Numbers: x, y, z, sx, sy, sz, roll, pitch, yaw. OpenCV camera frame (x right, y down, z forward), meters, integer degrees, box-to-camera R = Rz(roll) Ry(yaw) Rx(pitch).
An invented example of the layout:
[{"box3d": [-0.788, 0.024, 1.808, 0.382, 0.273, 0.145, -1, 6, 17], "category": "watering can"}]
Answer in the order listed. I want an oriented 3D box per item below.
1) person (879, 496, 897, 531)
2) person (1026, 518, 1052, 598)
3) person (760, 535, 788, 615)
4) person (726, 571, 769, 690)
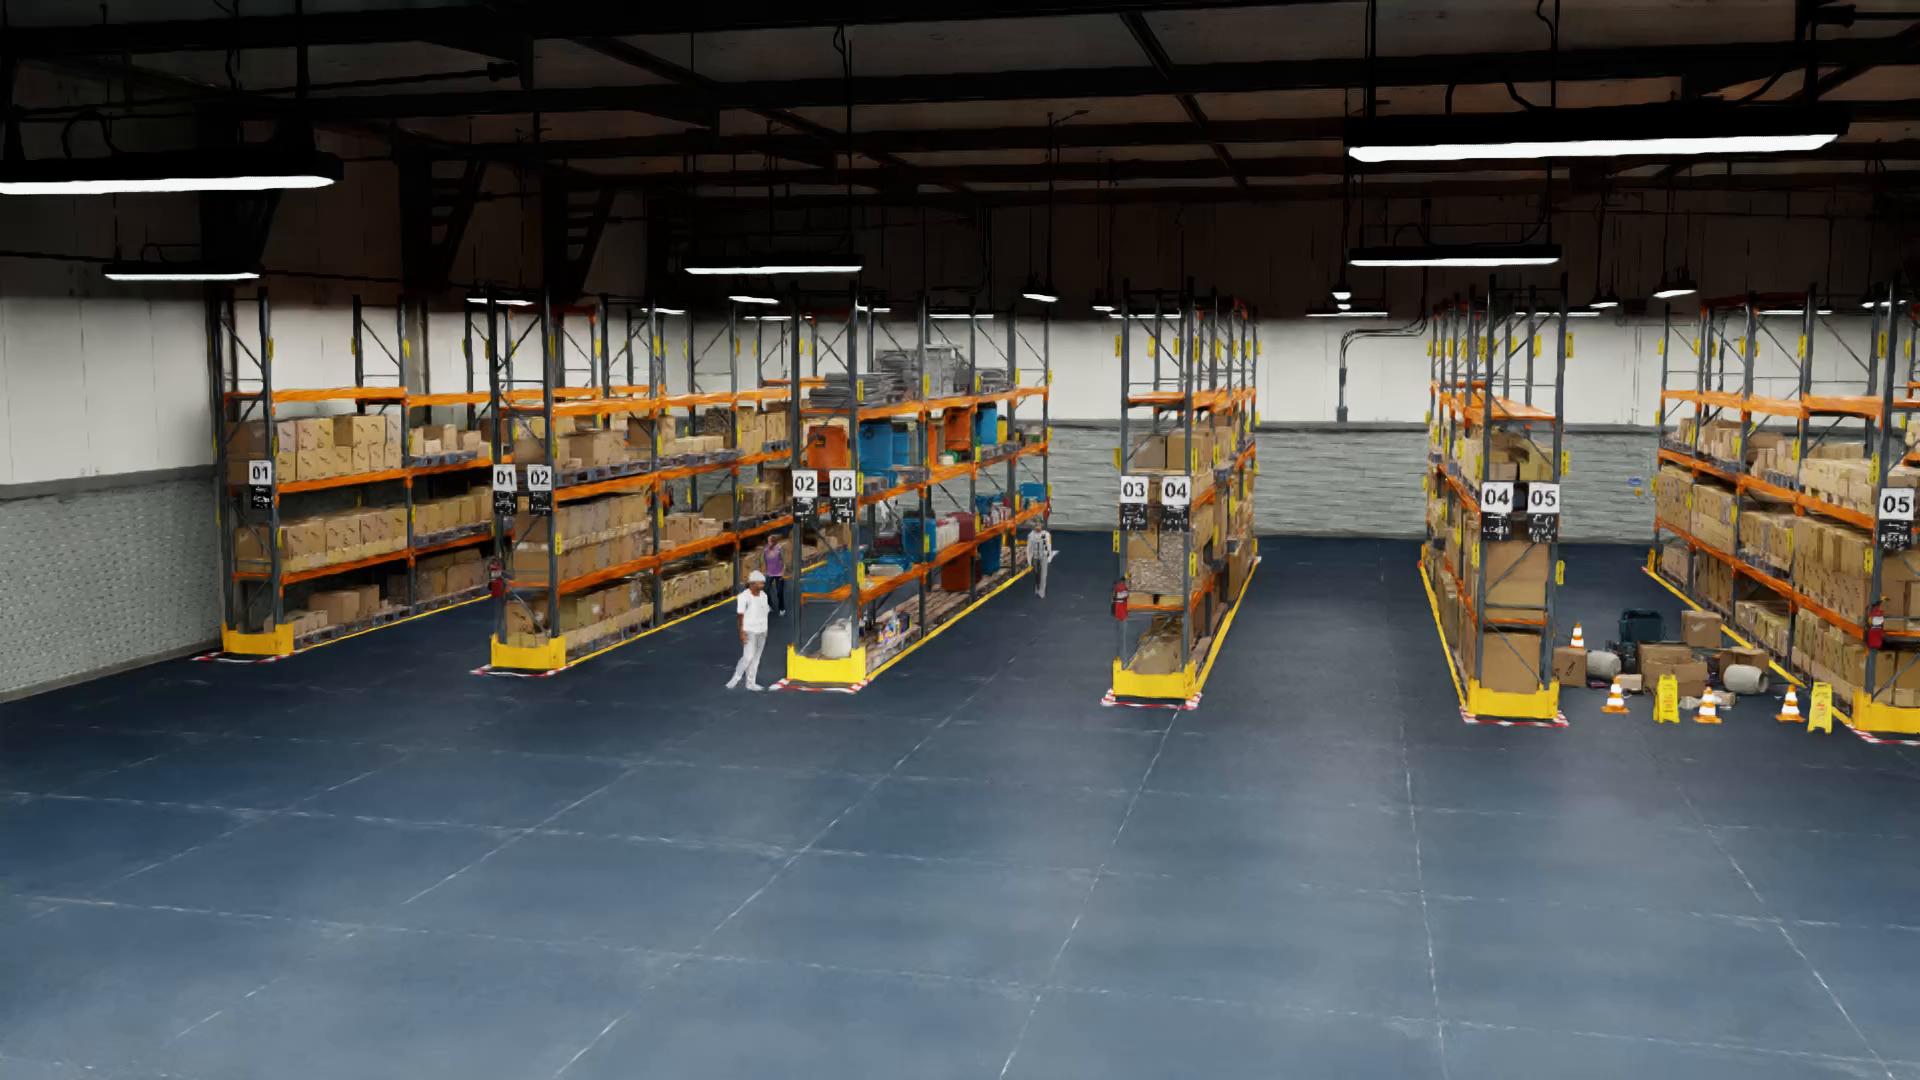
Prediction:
[{"box3d": [-1.800, -0.715, 42.446, 0.672, 1.675, 0.516, -6, 9, -43], "category": "person"}, {"box3d": [1.583, 0.334, 33.579, 0.498, 1.585, 1.075, 1, 7, 11], "category": "person"}, {"box3d": [-3.505, 0.652, 31.312, 0.566, 1.541, 0.519, 1, 7, 11], "category": "person"}, {"box3d": [-3.086, 1.326, 24.331, 0.464, 1.761, 0.720, 6, 9, 40], "category": "person"}]
